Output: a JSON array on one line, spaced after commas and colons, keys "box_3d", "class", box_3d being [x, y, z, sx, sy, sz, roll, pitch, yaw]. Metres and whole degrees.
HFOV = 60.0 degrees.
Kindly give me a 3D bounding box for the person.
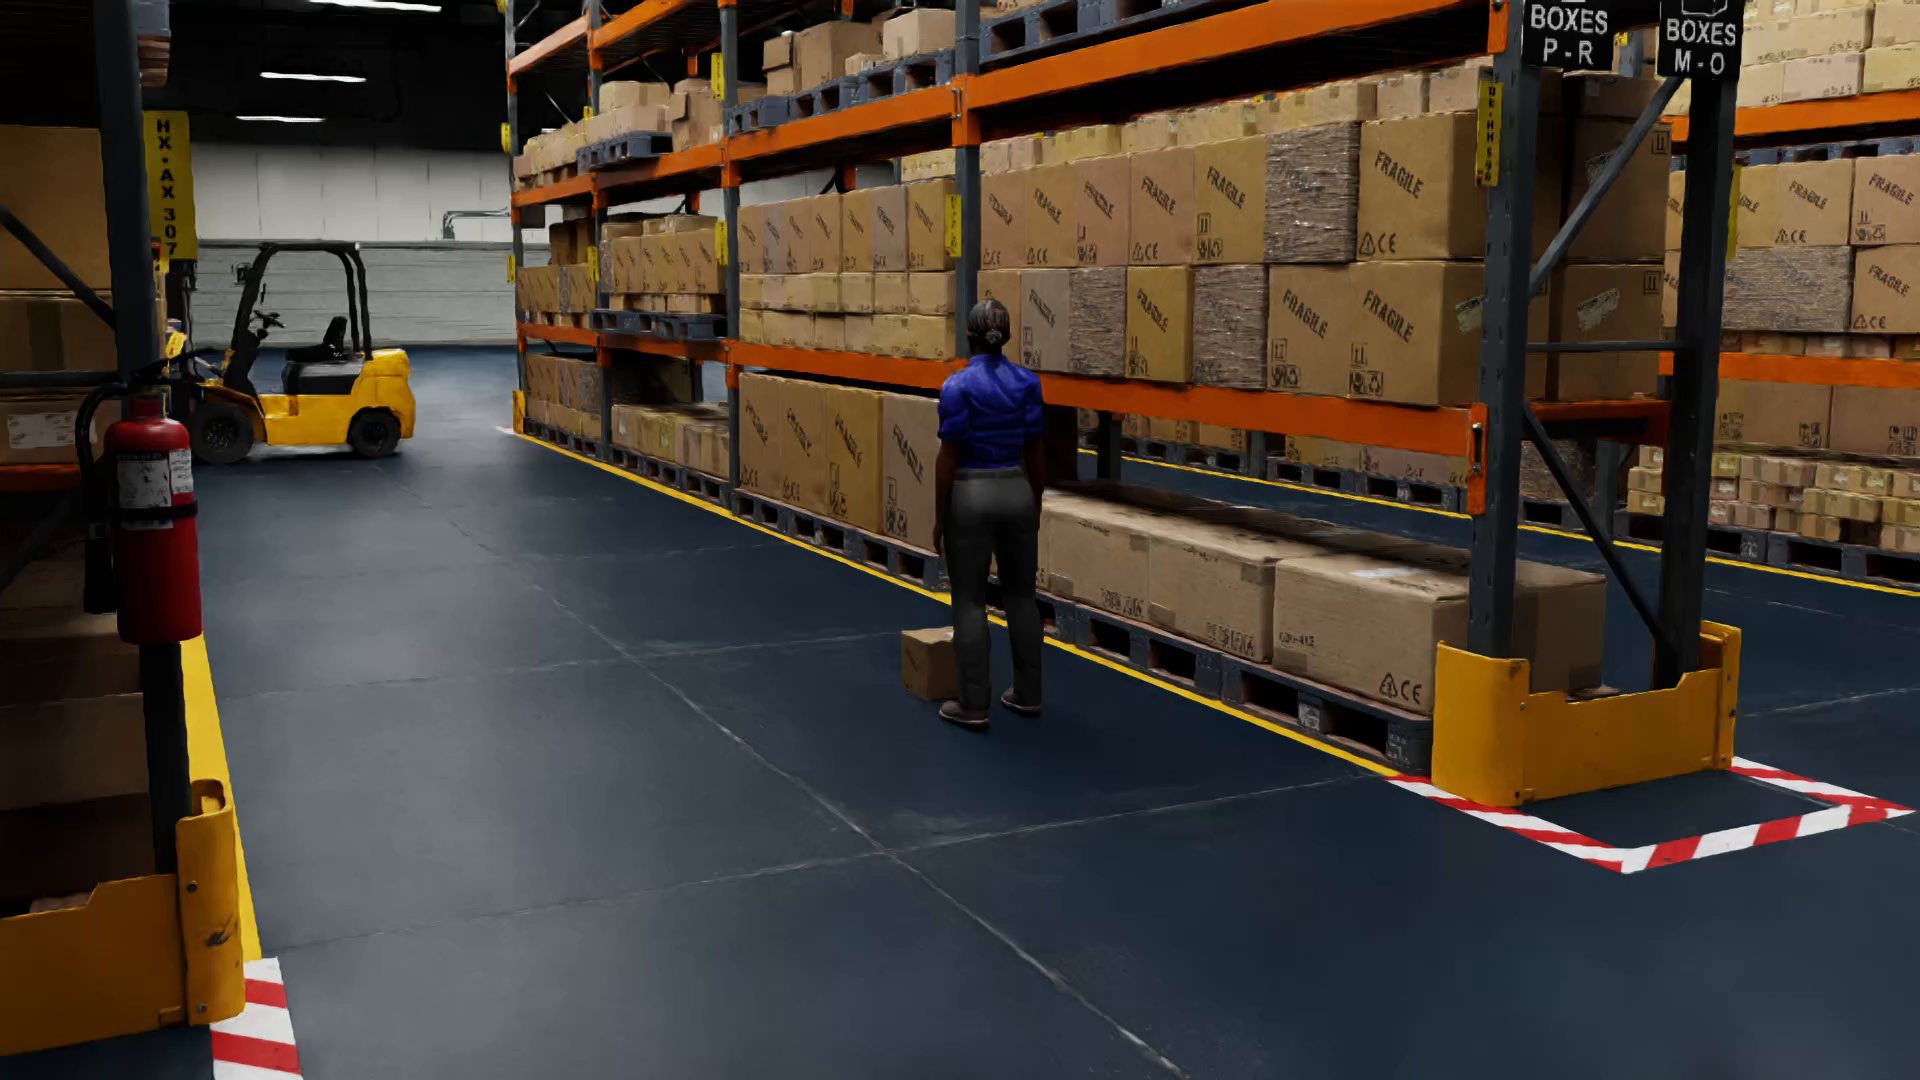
[{"box_3d": [0.105, -0.116, 6.571, 0.485, 1.659, 0.406, -3, 9, -20], "class": "person"}]
